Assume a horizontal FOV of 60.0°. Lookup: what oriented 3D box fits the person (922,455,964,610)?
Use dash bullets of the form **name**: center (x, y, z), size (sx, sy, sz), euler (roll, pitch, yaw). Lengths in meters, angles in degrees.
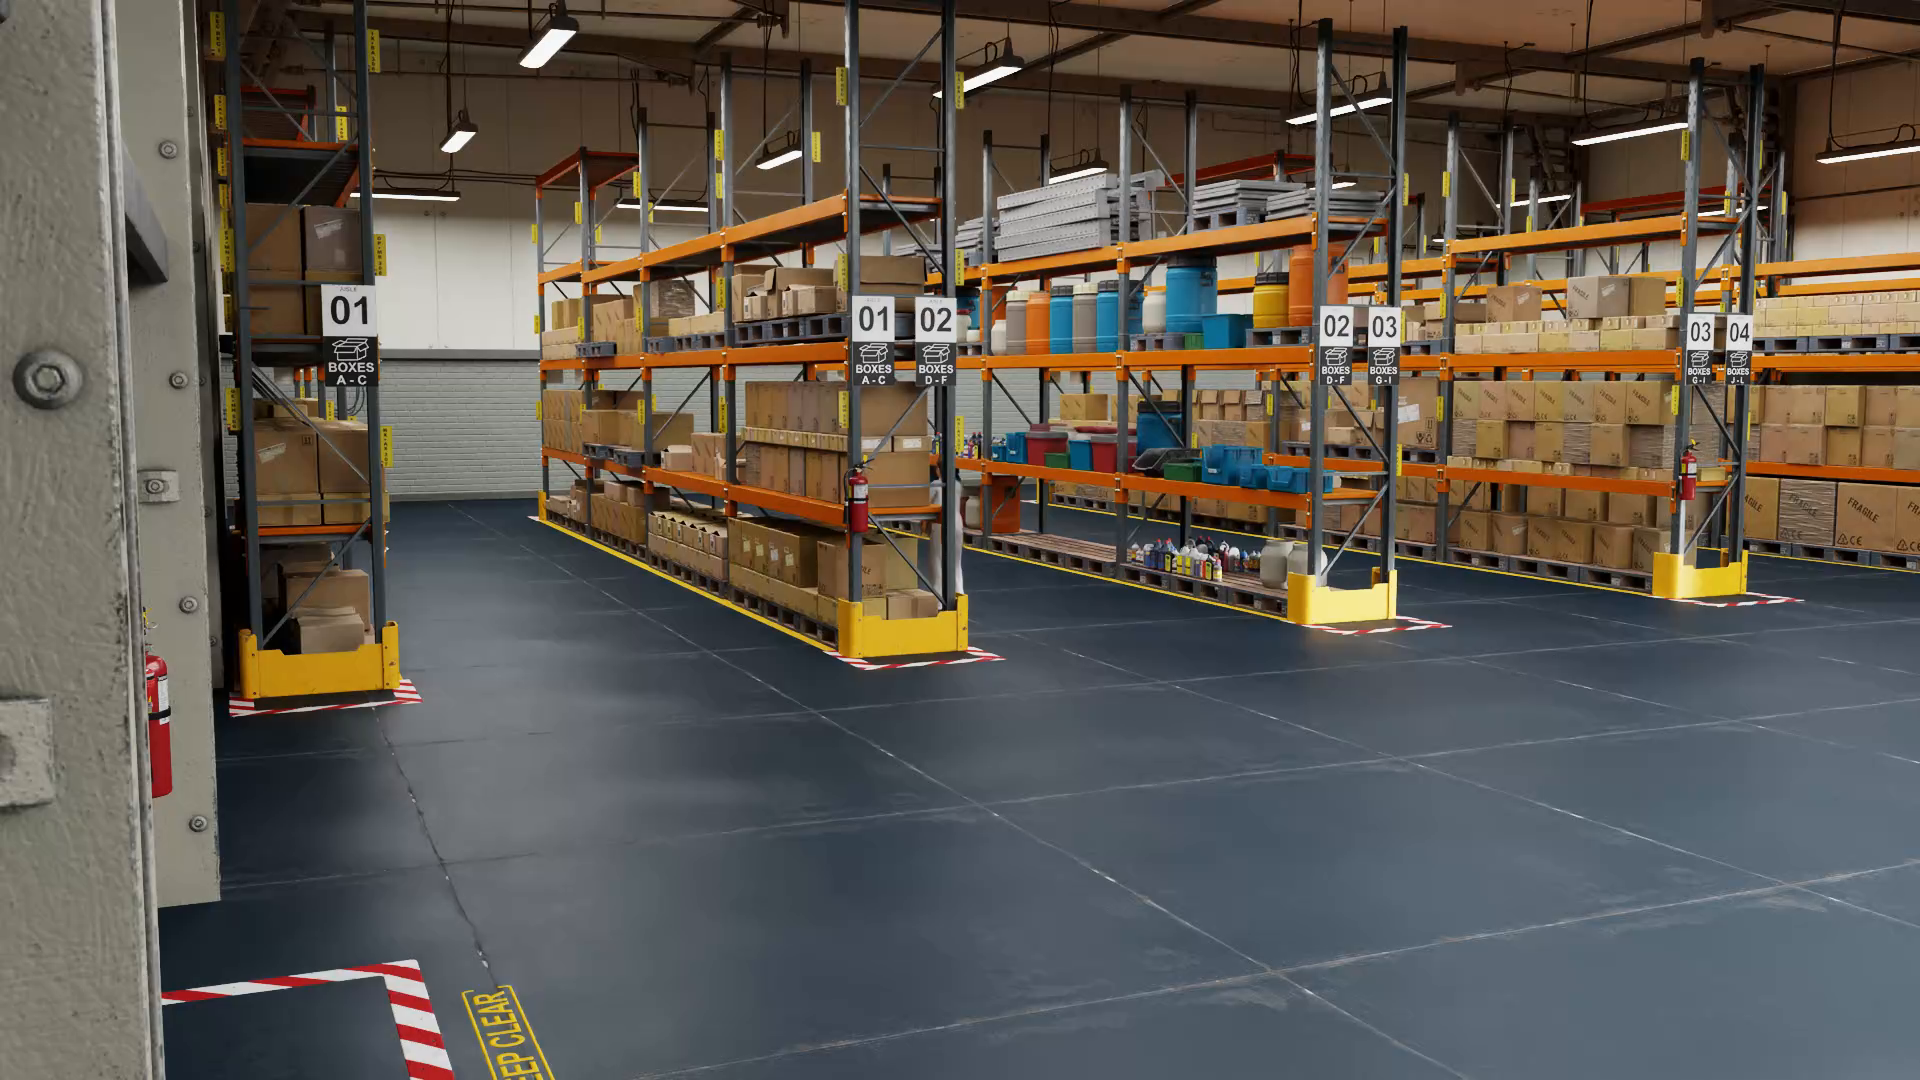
- **person**: center (-0.195, -0.091, 17.988), size (0.411, 1.668, 0.501), euler (-3, 6, -26)
